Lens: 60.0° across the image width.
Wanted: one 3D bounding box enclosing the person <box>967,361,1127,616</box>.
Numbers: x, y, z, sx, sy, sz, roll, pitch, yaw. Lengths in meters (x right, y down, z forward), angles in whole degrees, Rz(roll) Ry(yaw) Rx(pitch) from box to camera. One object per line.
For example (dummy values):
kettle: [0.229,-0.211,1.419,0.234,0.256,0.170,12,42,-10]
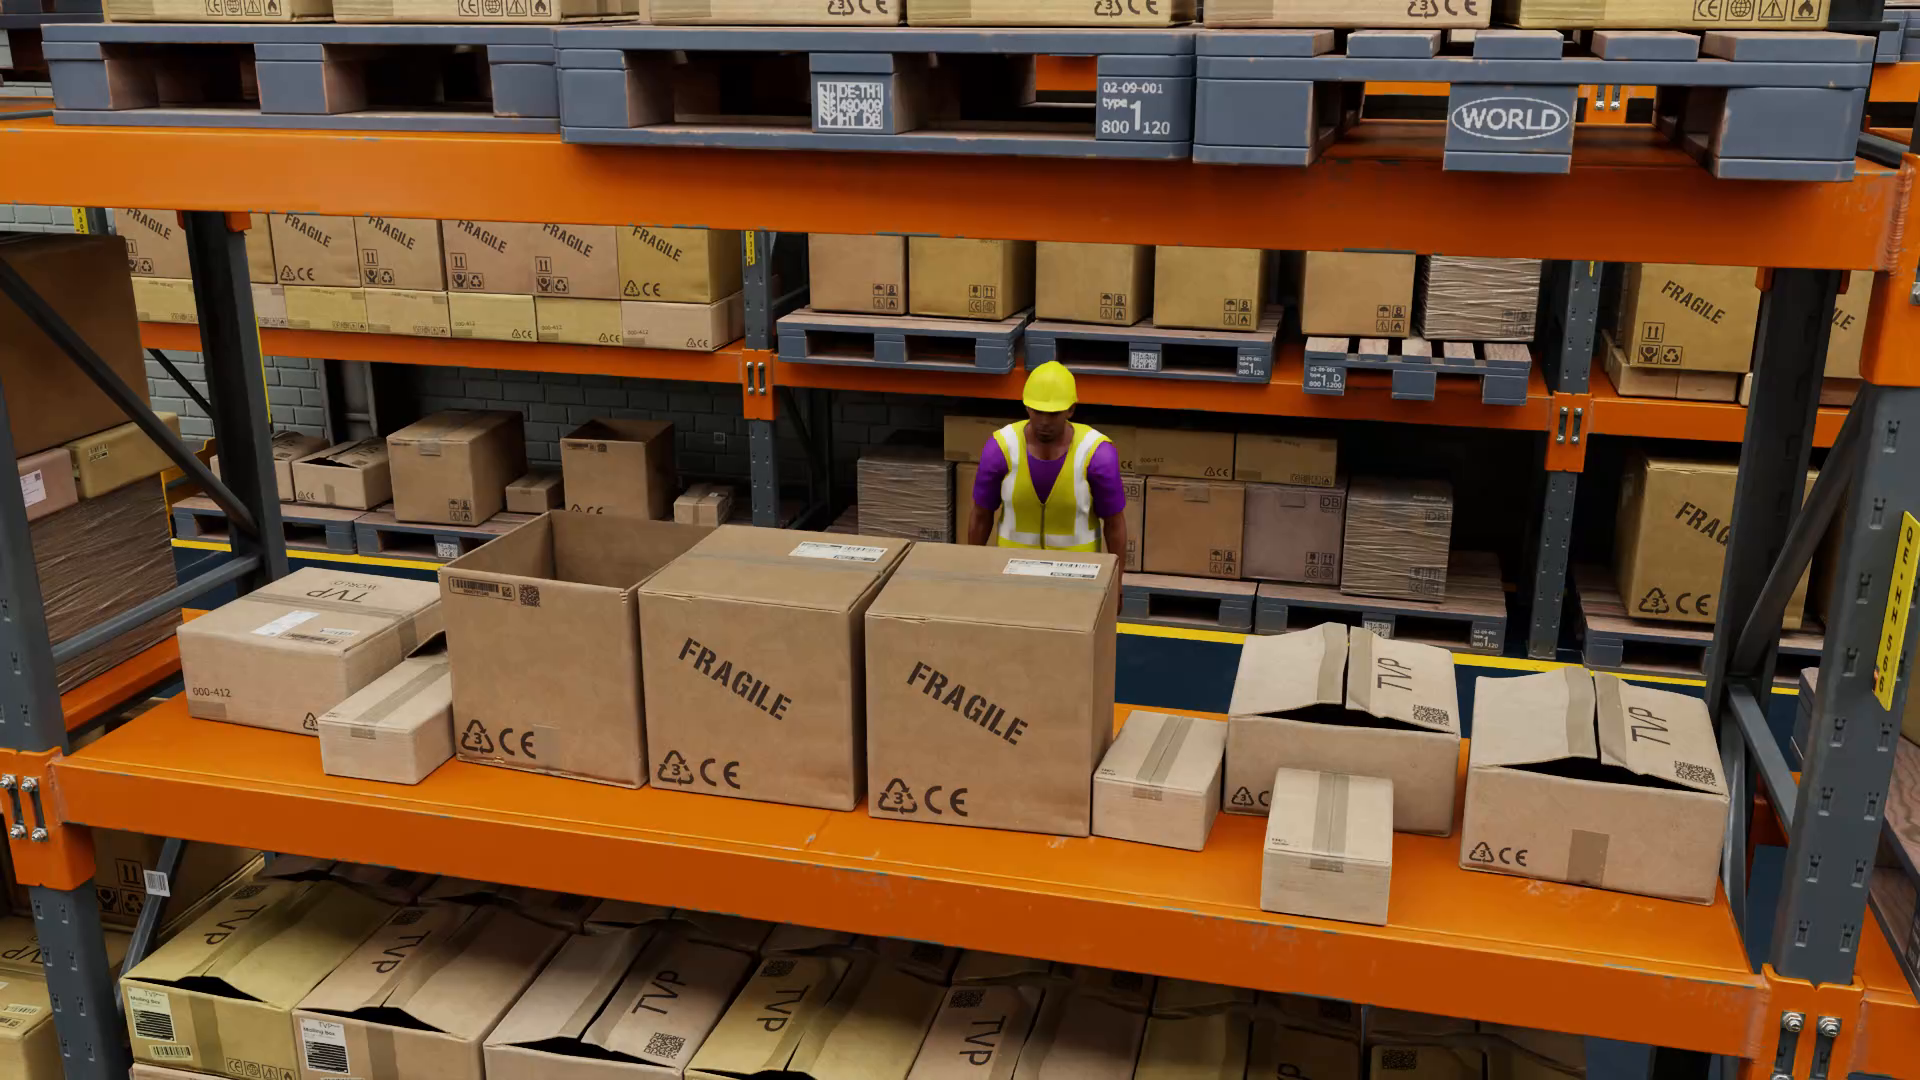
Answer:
person: [0.332,0.150,6.569,0.638,1.761,0.459,4,19,12]
